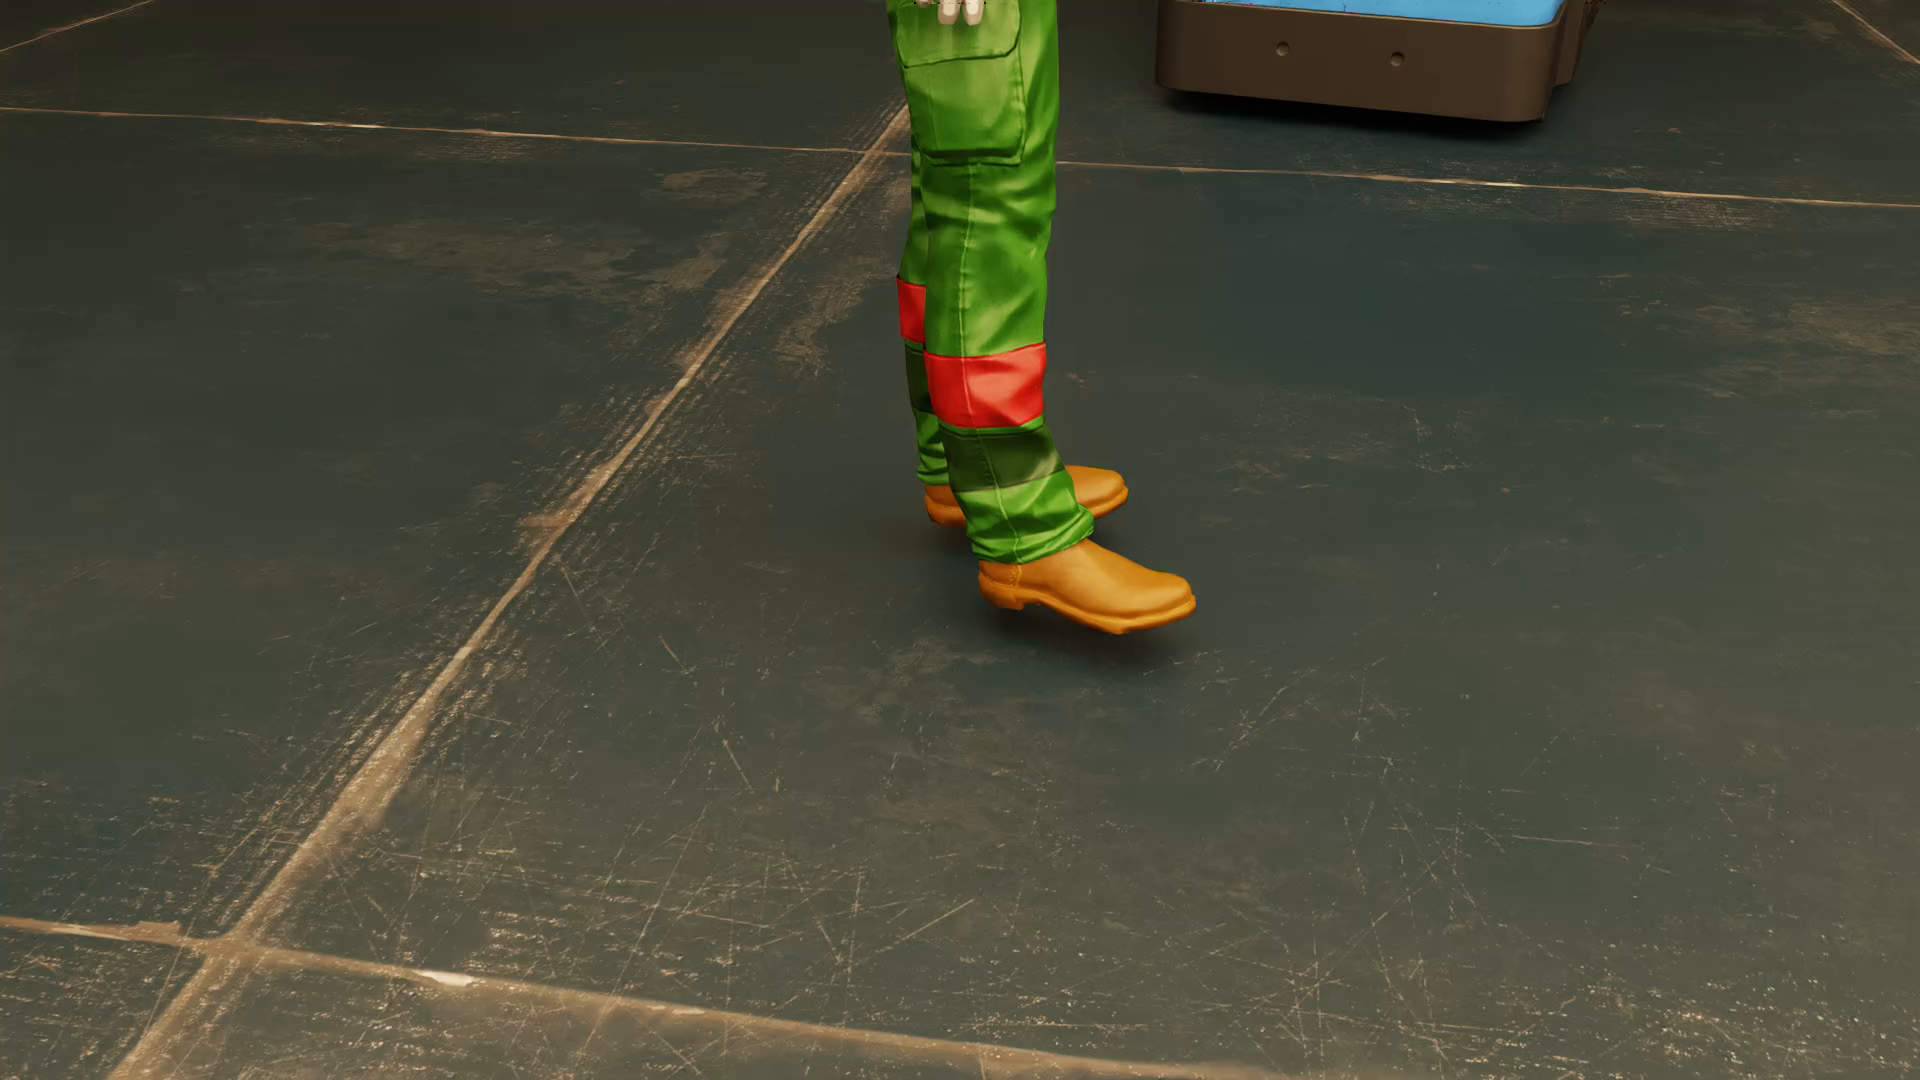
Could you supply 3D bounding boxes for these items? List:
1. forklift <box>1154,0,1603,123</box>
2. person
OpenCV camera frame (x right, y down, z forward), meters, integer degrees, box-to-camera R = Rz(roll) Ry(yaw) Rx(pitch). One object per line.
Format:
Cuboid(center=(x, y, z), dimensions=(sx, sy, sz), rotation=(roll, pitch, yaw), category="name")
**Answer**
Cuboid(center=(1.581, -3.057, 4.992), dimensions=(1.130, 2.935, 3.031), rotation=(11, 31, 20), category="forklift")
Cuboid(center=(0.077, -0.811, 2.022), dimensions=(0.561, 1.789, 0.638), rotation=(5, 29, 9), category="person")
